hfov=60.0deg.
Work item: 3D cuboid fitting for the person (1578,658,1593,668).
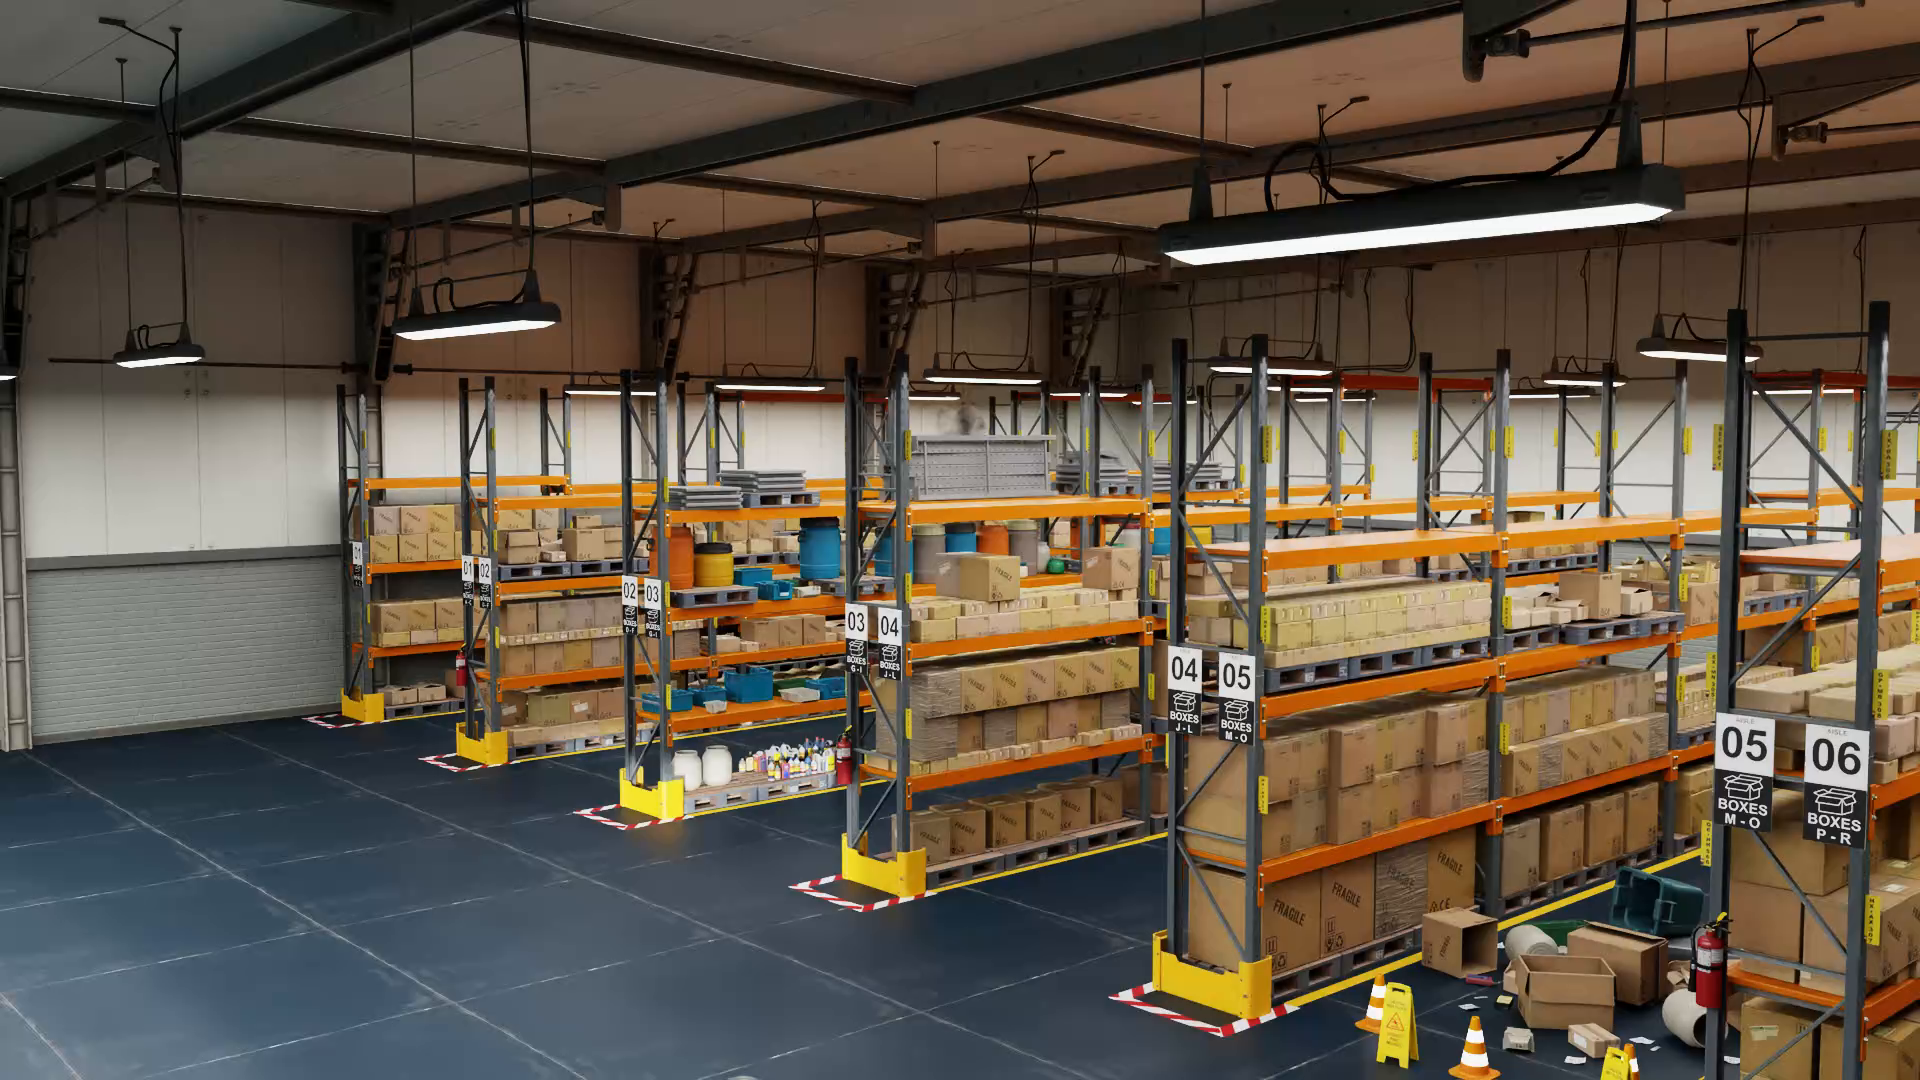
[{"bbox_3d":[9.853,2.617,26.256,0.778,1.685,0.623,-3,5,-41],"label":"person"}]
